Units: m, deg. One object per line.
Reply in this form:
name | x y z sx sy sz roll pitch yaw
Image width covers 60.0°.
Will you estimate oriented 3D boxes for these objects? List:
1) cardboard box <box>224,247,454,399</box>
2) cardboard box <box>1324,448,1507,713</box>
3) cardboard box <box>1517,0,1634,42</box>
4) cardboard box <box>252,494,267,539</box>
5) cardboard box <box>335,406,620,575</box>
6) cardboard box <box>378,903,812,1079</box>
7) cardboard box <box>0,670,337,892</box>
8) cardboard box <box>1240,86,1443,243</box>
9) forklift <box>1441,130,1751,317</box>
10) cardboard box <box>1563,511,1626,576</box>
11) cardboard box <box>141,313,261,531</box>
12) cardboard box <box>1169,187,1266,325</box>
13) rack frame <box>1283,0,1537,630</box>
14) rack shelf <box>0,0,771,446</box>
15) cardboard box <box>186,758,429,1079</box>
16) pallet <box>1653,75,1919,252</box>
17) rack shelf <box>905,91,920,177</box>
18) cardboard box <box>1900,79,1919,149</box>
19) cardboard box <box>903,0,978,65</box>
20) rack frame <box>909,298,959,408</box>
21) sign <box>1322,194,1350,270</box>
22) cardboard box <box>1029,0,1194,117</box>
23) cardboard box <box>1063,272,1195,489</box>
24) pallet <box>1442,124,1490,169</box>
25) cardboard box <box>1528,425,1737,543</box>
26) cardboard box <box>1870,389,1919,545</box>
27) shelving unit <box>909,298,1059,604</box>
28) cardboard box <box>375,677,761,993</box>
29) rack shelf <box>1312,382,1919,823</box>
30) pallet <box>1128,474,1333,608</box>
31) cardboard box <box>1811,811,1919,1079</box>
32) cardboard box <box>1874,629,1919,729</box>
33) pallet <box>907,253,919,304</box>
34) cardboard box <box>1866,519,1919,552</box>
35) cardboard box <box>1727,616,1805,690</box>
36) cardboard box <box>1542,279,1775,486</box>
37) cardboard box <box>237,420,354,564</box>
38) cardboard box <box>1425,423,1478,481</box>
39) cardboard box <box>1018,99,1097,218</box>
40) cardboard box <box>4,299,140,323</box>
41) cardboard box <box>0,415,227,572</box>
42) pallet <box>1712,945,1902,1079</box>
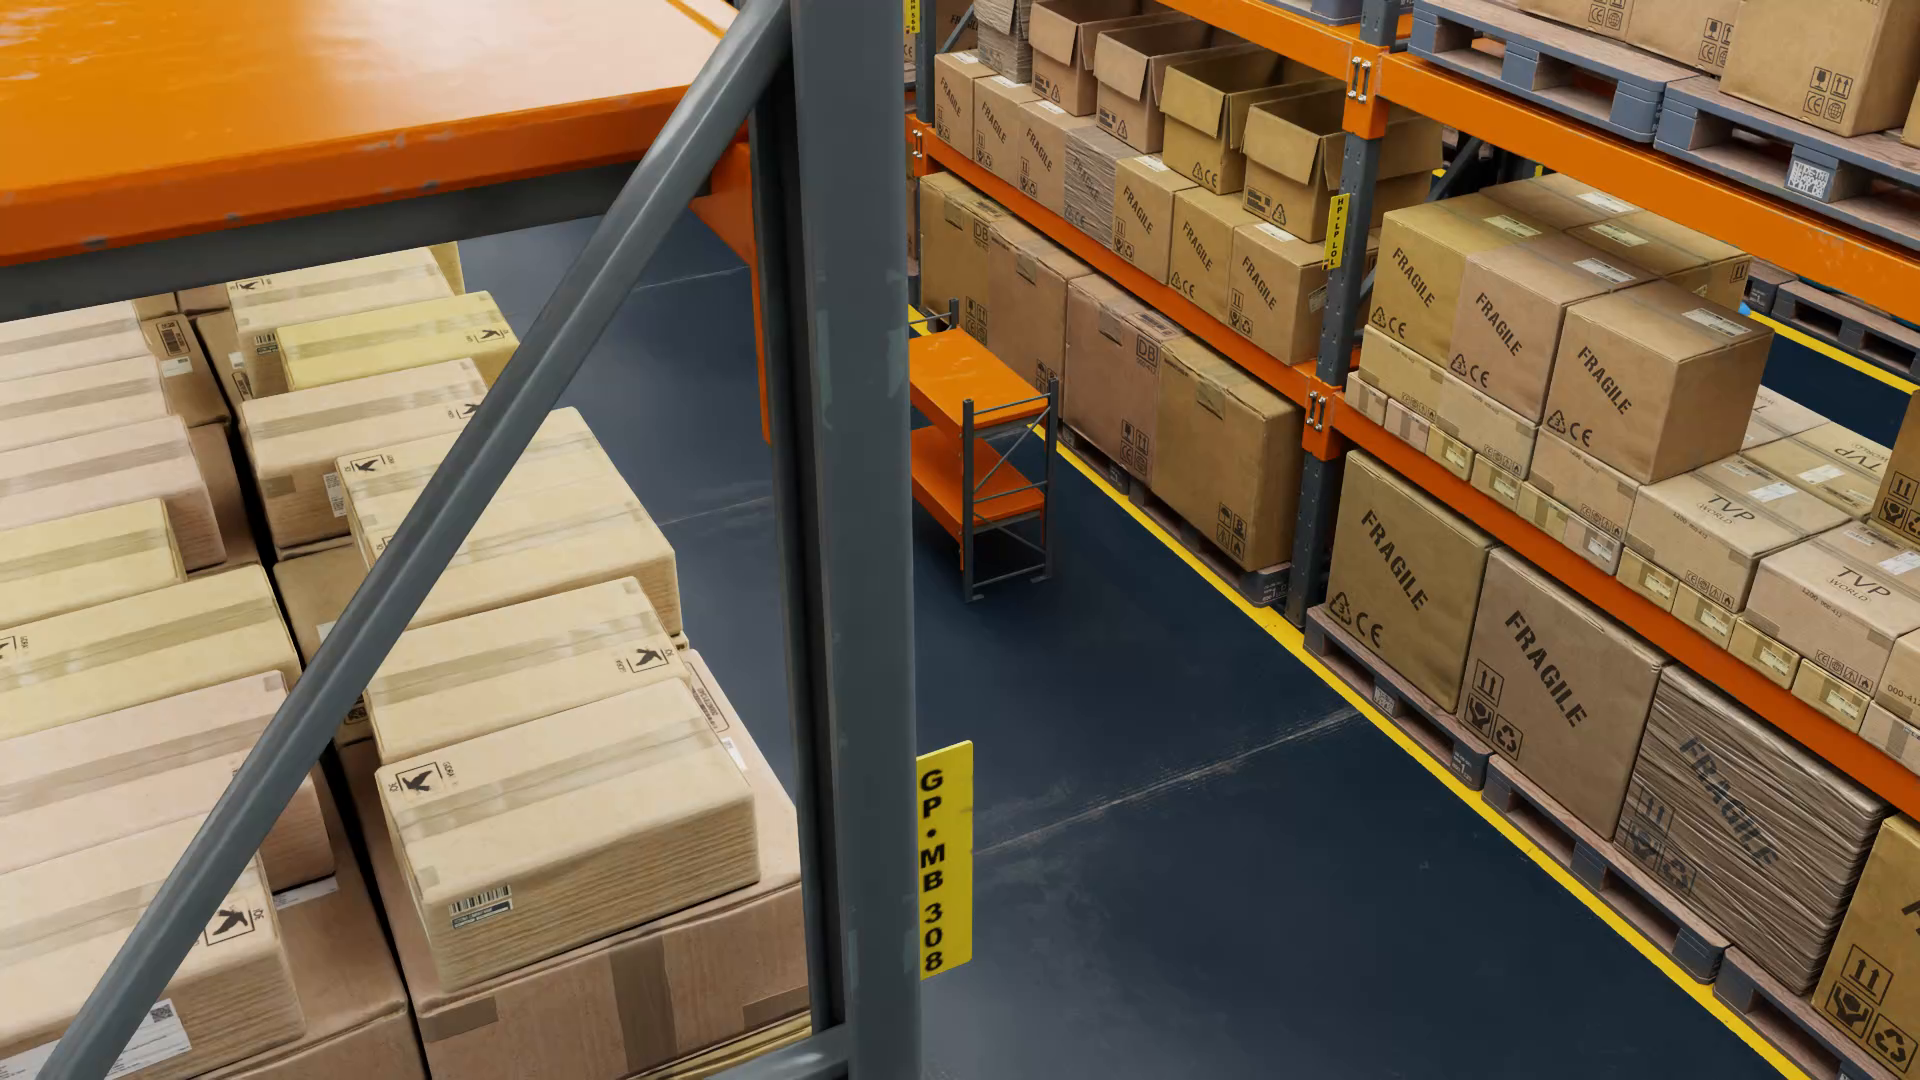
cardboard box | -1.159 -0.411 3.136 0.380 0.149 0.250 -15 35 -22
cardboard box | 2.295 0.072 7.437 0.875 0.875 0.875 -16 36 -23
cardboard box | 2.476 -2.146 5.964 0.700 0.500 0.500 -18 37 -26
cardboard box | -1.219 -0.095 3.476 0.500 0.250 0.500 -16 36 -23
cardboard box | -0.739 -0.053 2.577 0.380 0.149 0.250 -15 36 -22
cardboard box | -0.495 0.649 2.314 0.500 0.250 0.500 -15 35 -21
cardboard box | -0.974 0.328 1.983 0.380 0.149 0.250 -15 36 -22
cardboard box | 1.753 -1.748 7.675 0.797 0.503 0.637 -17 36 -24
forklift | 3.076 -2.163 9.408 1.130 2.935 3.031 -14 35 -21
cardboard box | 2.507 -0.031 6.251 0.380 0.149 0.250 -15 36 -23
cardboard box | -1.652 -0.171 3.131 0.500 0.250 0.500 -18 37 -25
cardboard box | 1.374 -1.415 8.085 0.500 0.500 0.500 -15 35 -22
rack frame | 2.058 -0.980 7.500 1.000 3.000 0.127 -16 36 -23
rack shelf | -1.444 -1.048 2.715 1.077 0.370 4.000 -16 36 -23
cardboard box | -0.951 0.562 1.988 0.500 0.250 0.500 -17 36 -25
pallet | 2.995 -1.232 5.193 1.003 0.211 1.213 -16 36 -23
rack shelf | -0.739 -3.541 12.163 1.077 0.370 4.000 -16 36 -23
cardboard box | 3.194 -1.364 4.743 0.700 0.500 0.500 -18 37 -26
cardboard box | -0.094 -3.356 10.726 0.500 0.500 0.500 -21 38 -29
rack frame | -0.234 -0.713 8.820 0.500 1.125 0.032 -16 36 -23
sign | 1.583 -1.293 6.988 0.100 0.325 0.005 -16 36 -23
cardboard box | 0.821 -2.689 9.144 0.797 0.503 0.637 -15 36 -22
cardboard box | 1.325 -0.989 9.094 1.225 0.875 0.875 -17 36 -25
pallet | 4.248 -3.340 13.768 1.003 0.211 1.213 -16 36 -23
cardboard box | 2.520 -0.268 6.251 0.500 0.250 0.500 -15 36 -22
cardboard box | 3.458 -0.231 5.498 0.500 0.500 0.500 -17 36 -24
shelving unit | 0.003 -0.470 8.442 0.538 1.125 1.048 -16 36 -23
cardboard box | -0.461 0.338 1.968 0.380 0.149 0.250 -16 36 -24
rack shelf | 2.991 0.277 6.204 1.077 0.370 4.000 -16 36 -23
pallet | 1.632 -0.156 8.797 1.003 0.211 1.213 -16 36 -23
cardboard box | 3.554 1.361 5.425 0.875 0.875 0.875 -16 36 -23
cardboard box | 3.227 0.460 5.115 0.500 0.250 0.500 -17 36 -24
pallet | -0.170 -2.088 11.814 1.003 0.211 1.213 -16 36 -23
cardboard box | 3.459 0.082 5.704 0.500 0.250 0.500 -17 36 -25
cardboard box | 2.867 0.336 5.677 0.380 0.149 0.250 -16 36 -23
cardboard box | 2.525 -0.581 6.045 0.500 0.500 0.500 -17 36 -25
cardboard box | -0.956 -0.050 2.943 0.500 0.250 0.500 -15 36 -23
cardboard box | 2.148 -0.399 6.825 0.380 0.149 0.250 -15 35 -22
cardboard box | 0.664 -2.142 9.220 0.500 0.500 0.500 -17 36 -24
cardboard box | -1.751 -0.399 3.117 0.380 0.149 0.250 -17 36 -25
cardboard box | -1.359 -0.035 2.549 0.380 0.149 0.250 -17 36 -24
pallet | 3.481 1.741 5.837 1.003 0.211 1.213 -16 36 -23
